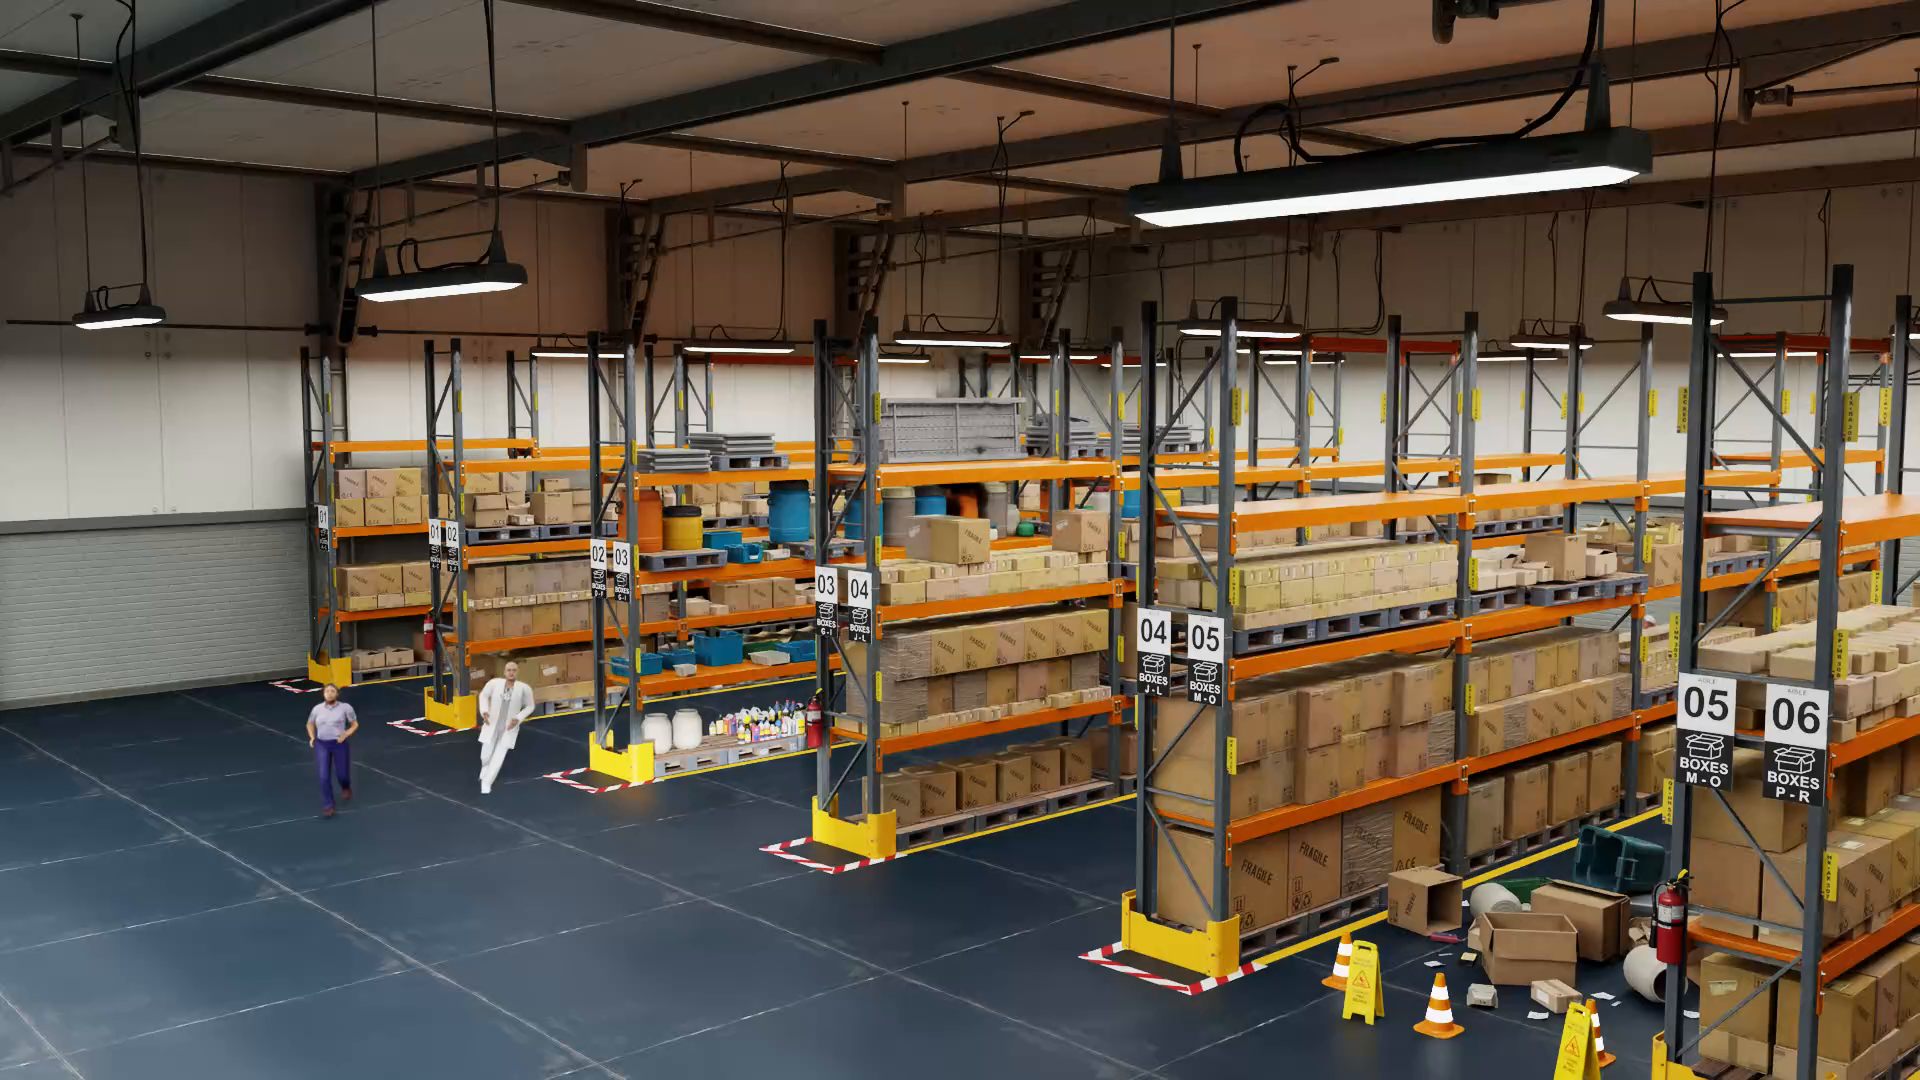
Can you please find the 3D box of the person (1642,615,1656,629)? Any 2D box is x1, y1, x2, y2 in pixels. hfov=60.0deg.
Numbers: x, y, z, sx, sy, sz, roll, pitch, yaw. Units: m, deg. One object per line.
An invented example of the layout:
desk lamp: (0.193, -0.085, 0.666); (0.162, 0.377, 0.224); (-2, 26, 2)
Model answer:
person: (10.732, 2.036, 25.719); (0.688, 1.776, 0.662); (-3, 6, -30)

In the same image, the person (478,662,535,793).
person: (-5.931, 2.418, 21.716); (0.751, 1.686, 0.649); (-1, 5, -8)

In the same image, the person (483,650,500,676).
person: (-7.908, 1.829, 28.077); (0.612, 1.701, 0.920); (4, 6, 38)

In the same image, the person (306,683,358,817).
person: (-7.750, 2.567, 20.528); (0.613, 1.591, 0.687); (-1, 5, -13)
